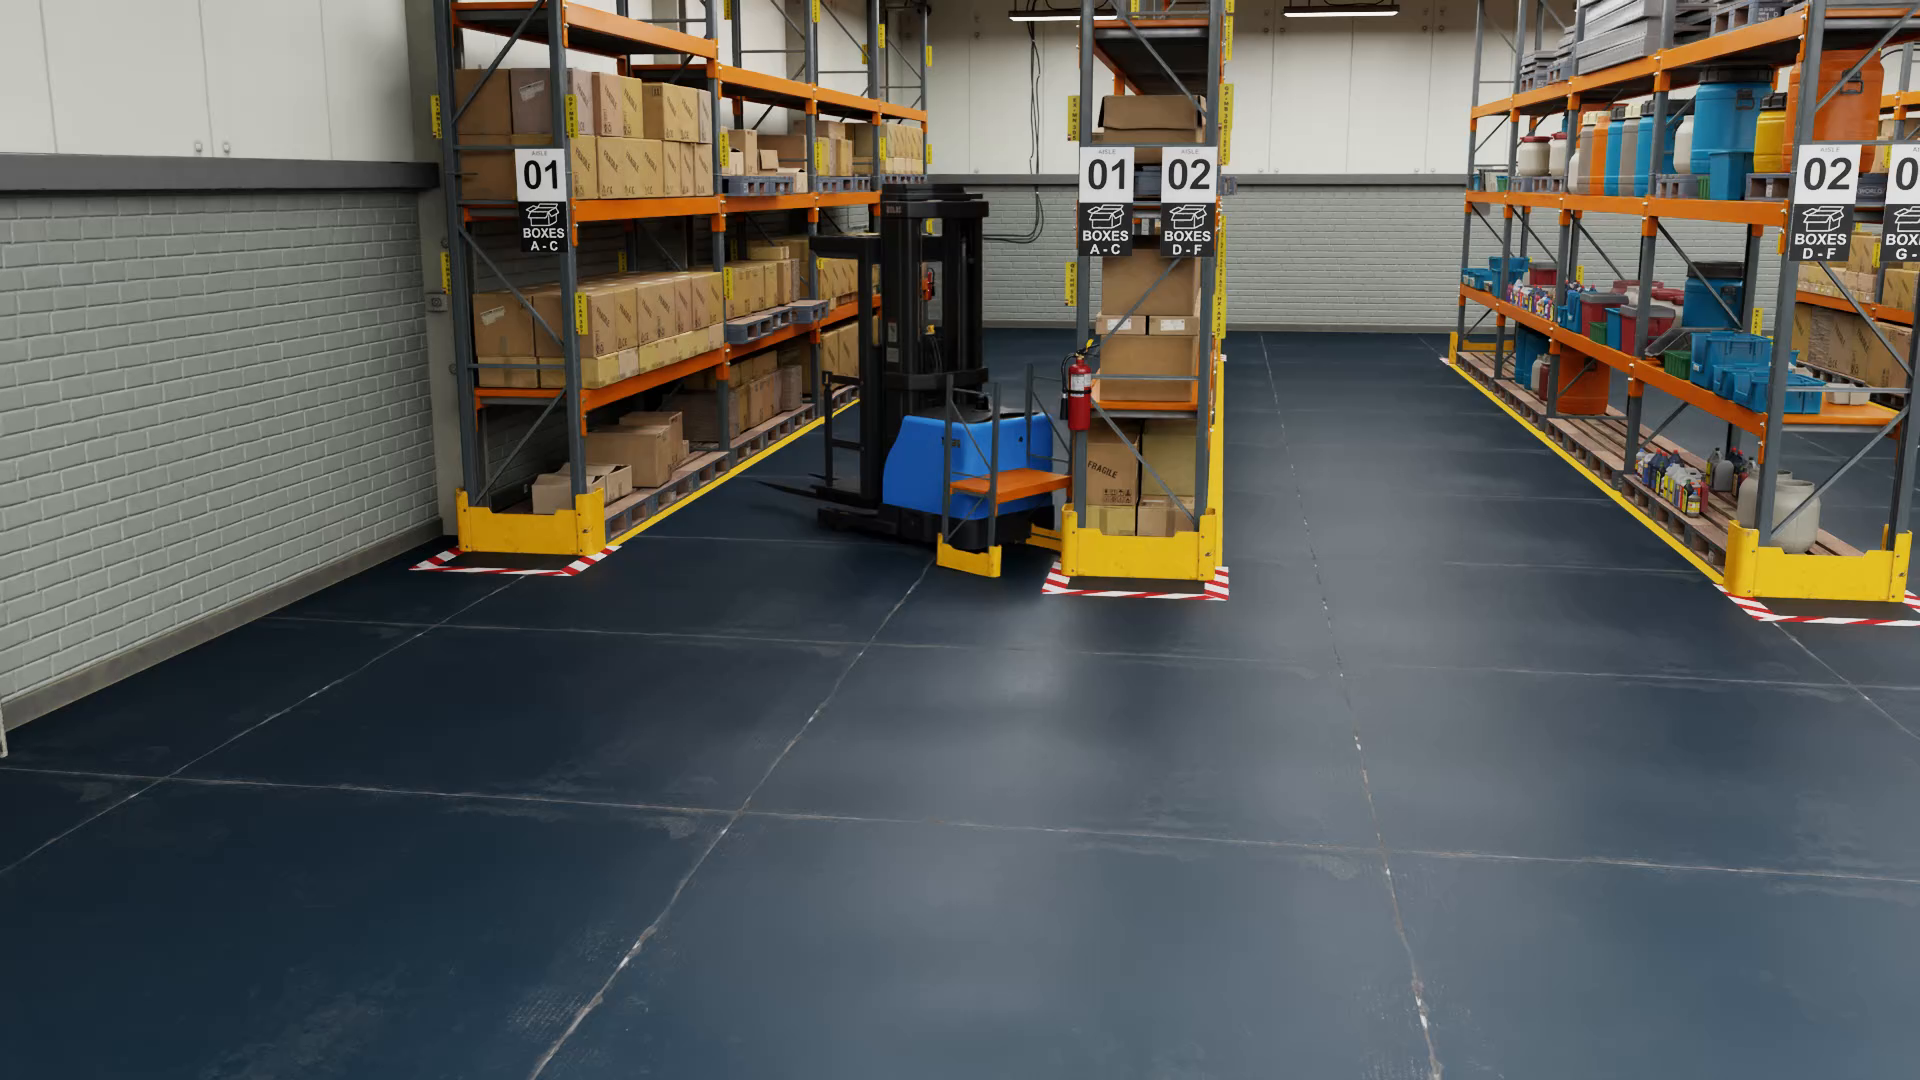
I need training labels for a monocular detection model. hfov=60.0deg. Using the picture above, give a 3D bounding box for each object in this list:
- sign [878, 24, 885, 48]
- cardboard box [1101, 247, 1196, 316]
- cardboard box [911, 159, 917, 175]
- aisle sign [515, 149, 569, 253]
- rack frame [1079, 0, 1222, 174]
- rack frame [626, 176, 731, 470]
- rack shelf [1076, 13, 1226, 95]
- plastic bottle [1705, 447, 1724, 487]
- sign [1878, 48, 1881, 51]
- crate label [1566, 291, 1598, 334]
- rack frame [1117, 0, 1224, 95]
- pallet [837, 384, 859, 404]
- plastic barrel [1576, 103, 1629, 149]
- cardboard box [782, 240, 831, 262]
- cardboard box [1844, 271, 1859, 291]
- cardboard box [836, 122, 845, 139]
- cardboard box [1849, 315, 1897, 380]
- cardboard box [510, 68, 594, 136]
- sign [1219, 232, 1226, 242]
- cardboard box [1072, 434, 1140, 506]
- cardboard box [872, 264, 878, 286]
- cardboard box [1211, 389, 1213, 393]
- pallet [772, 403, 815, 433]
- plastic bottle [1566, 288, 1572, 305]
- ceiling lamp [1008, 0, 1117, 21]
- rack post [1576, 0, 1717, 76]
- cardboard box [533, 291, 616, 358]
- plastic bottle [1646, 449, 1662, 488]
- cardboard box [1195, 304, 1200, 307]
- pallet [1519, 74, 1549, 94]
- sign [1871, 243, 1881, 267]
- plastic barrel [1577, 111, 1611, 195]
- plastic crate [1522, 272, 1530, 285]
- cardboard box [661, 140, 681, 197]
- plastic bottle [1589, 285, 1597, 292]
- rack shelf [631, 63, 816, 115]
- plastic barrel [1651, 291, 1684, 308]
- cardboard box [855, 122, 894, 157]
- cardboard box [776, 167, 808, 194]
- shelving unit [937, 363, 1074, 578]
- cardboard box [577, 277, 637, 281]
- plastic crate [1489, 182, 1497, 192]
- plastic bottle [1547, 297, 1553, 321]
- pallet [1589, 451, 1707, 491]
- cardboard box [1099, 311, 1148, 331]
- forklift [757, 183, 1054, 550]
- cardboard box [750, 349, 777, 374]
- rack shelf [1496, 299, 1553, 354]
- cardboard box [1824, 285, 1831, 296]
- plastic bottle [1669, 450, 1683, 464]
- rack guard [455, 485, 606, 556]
[{"bbox_3d":[-1.137,-7.288,24.044,0.100,0.325,0.005,2,12,9],"label":"sign"},{"bbox_3d":[1.467,-2.008,12.873,0.700,0.500,0.500,2,12,9],"label":"cardboard box"},{"bbox_3d":[-0.989,-6.085,27.111,0.500,0.250,0.500,1,12,7],"label":"cardboard box"},{"bbox_3d":[-3.235,-2.623,12.873,0.394,0.787,0.004,2,12,9],"label":"aisle sign"},{"bbox_3d":[1.375,-4.150,11.889,1.000,3.000,0.127,2,12,9],"label":"rack frame"},{"bbox_3d":[-2.905,-2.209,17.125,1.000,3.000,0.127,2,12,9],"label":"rack frame"},{"bbox_3d":[1.682,-4.019,13.938,1.077,0.370,4.000,2,12,9],"label":"rack shelf"},{"bbox_3d":[6.927,-0.670,15.225,0.144,0.351,0.185,2,12,9],"label":"plastic bottle"},{"bbox_3d":[14.157,-7.633,25.648,0.100,0.325,0.005,2,12,9],"label":"sign"},{"bbox_3d":[7.079,-2.540,18.577,0.502,0.435,0.616,2,12,9],"label":"crate label"},{"bbox_3d":[1.990,-4.982,15.752,1.000,3.000,0.127,2,12,9],"label":"rack frame"},{"bbox_3d":[-1.904,-2.094,23.208,1.003,0.211,1.213,2,12,9],"label":"pallet"},{"bbox_3d":[7.589,-4.721,19.642,0.600,0.830,0.708,2,12,9],"label":"plastic barrel"},{"bbox_3d":[-1.961,-3.705,21.294,0.500,0.250,0.500,2,12,10],"label":"cardboard box"},{"bbox_3d":[12.894,-3.674,23.569,0.500,0.250,0.500,2,12,10],"label":"cardboard box"},{"bbox_3d":[-1.940,-5.793,23.571,0.500,0.250,0.500,3,12,13],"label":"cardboard box"},{"bbox_3d":[13.189,-2.695,23.424,0.875,0.875,0.875,2,12,9],"label":"cardboard box"},{"bbox_3d":[-3.221,-3.463,13.163,0.500,0.500,0.500,1,12,5],"label":"cardboard box"},{"bbox_3d":[3.769,-4.264,23.910,0.100,0.325,0.005,2,12,9],"label":"sign"},{"bbox_3d":[1.163,-0.566,13.250,0.500,0.500,0.500,2,12,9],"label":"cardboard box"},{"bbox_3d":[-1.497,-3.975,24.325,0.500,0.500,0.500,2,12,8],"label":"cardboard box"},{"bbox_3d":[2.535,-1.583,18.418,0.500,0.311,0.500,2,12,10],"label":"cardboard box"},{"bbox_3d":[-2.412,-1.516,20.528,1.003,0.211,1.213,2,12,9],"label":"pallet"},{"bbox_3d":[8.113,-3.217,22.108,0.097,0.271,0.097,0,12,0],"label":"plastic bottle"},{"bbox_3d":[1.848,-10.970,29.682,2.000,3.185,0.800,2,12,9],"label":"ceiling lamp"},{"bbox_3d":[7.102,-5.331,16.898,1.013,1.000,3.121,2,12,9],"label":"rack post"},{"bbox_3d":[-3.150,-1.769,13.612,0.500,0.500,0.500,2,12,9],"label":"cardboard box"},{"bbox_3d":[6.350,-0.654,15.151,0.144,0.351,0.185,2,12,10],"label":"plastic bottle"},{"bbox_3d":[1.805,-1.873,13.786,0.380,0.149,0.250,1,12,7],"label":"cardboard box"},{"bbox_3d":[8.017,-6.025,21.989,1.003,0.211,1.213,2,12,9],"label":"pallet"},{"bbox_3d":[12.460,-3.873,22.601,0.100,0.325,0.005,2,12,9],"label":"sign"},{"bbox_3d":[7.158,-4.269,18.370,0.600,0.901,0.600,0,12,0],"label":"plastic barrel"},{"bbox_3d":[8.531,-3.837,24.817,0.437,0.282,0.530,2,12,9],"label":"plastic crate"},{"bbox_3d":[-2.877,-3.400,15.244,0.500,0.500,0.500,1,12,6],"label":"cardboard box"},{"bbox_3d":[8.127,-3.098,21.367,0.144,0.351,0.185,2,12,9],"label":"plastic bottle"},{"bbox_3d":[-2.598,-5.011,18.543,1.077,0.370,4.000,2,12,9],"label":"rack shelf"},{"bbox_3d":[7.360,-2.300,17.221,0.433,0.535,0.433,0,12,0],"label":"plastic barrel"},{"bbox_3d":[-1.288,-6.028,25.065,0.500,0.500,0.500,2,12,8],"label":"cardboard box"},{"bbox_3d":[-2.134,-4.316,19.944,0.500,0.311,0.500,2,12,9],"label":"cardboard box"},{"bbox_3d":[0.403,-0.572,13.057,0.587,1.500,1.083,13,18,37],"label":"shelving unit"},{"bbox_3d":[-3.349,-2.210,15.658,0.500,0.500,0.500,2,12,10],"label":"cardboard box"},{"bbox_3d":[7.934,-5.168,24.361,0.293,0.136,0.466,2,12,9],"label":"plastic crate"},{"bbox_3d":[7.175,-2.810,20.190,0.061,0.283,0.133,2,12,9],"label":"plastic bottle"},{"bbox_3d":[6.966,-0.690,16.694,1.003,0.211,1.213,2,12,9],"label":"pallet"},{"bbox_3d":[1.284,-1.723,13.092,0.380,0.149,0.250,2,12,10],"label":"cardboard box"},{"bbox_3d":[-0.596,-1.582,14.376,1.130,2.935,3.031,-12,17,-43],"label":"forklift"},{"bbox_3d":[-2.499,-2.134,19.883,0.500,0.250,0.500,2,12,10],"label":"cardboard box"},{"bbox_3d":[7.807,-2.786,21.507,1.077,0.370,4.000,2,12,9],"label":"rack shelf"},{"bbox_3d":[12.969,-3.665,24.476,0.380,0.149,0.250,2,12,10],"label":"cardboard box"},{"bbox_3d":[6.492,-0.649,15.130,0.144,0.351,0.185,2,12,9],"label":"plastic bottle"},{"bbox_3d":[-3.509,-0.171,13.598,1.175,0.500,0.348,2,12,9],"label":"rack guard"}]
